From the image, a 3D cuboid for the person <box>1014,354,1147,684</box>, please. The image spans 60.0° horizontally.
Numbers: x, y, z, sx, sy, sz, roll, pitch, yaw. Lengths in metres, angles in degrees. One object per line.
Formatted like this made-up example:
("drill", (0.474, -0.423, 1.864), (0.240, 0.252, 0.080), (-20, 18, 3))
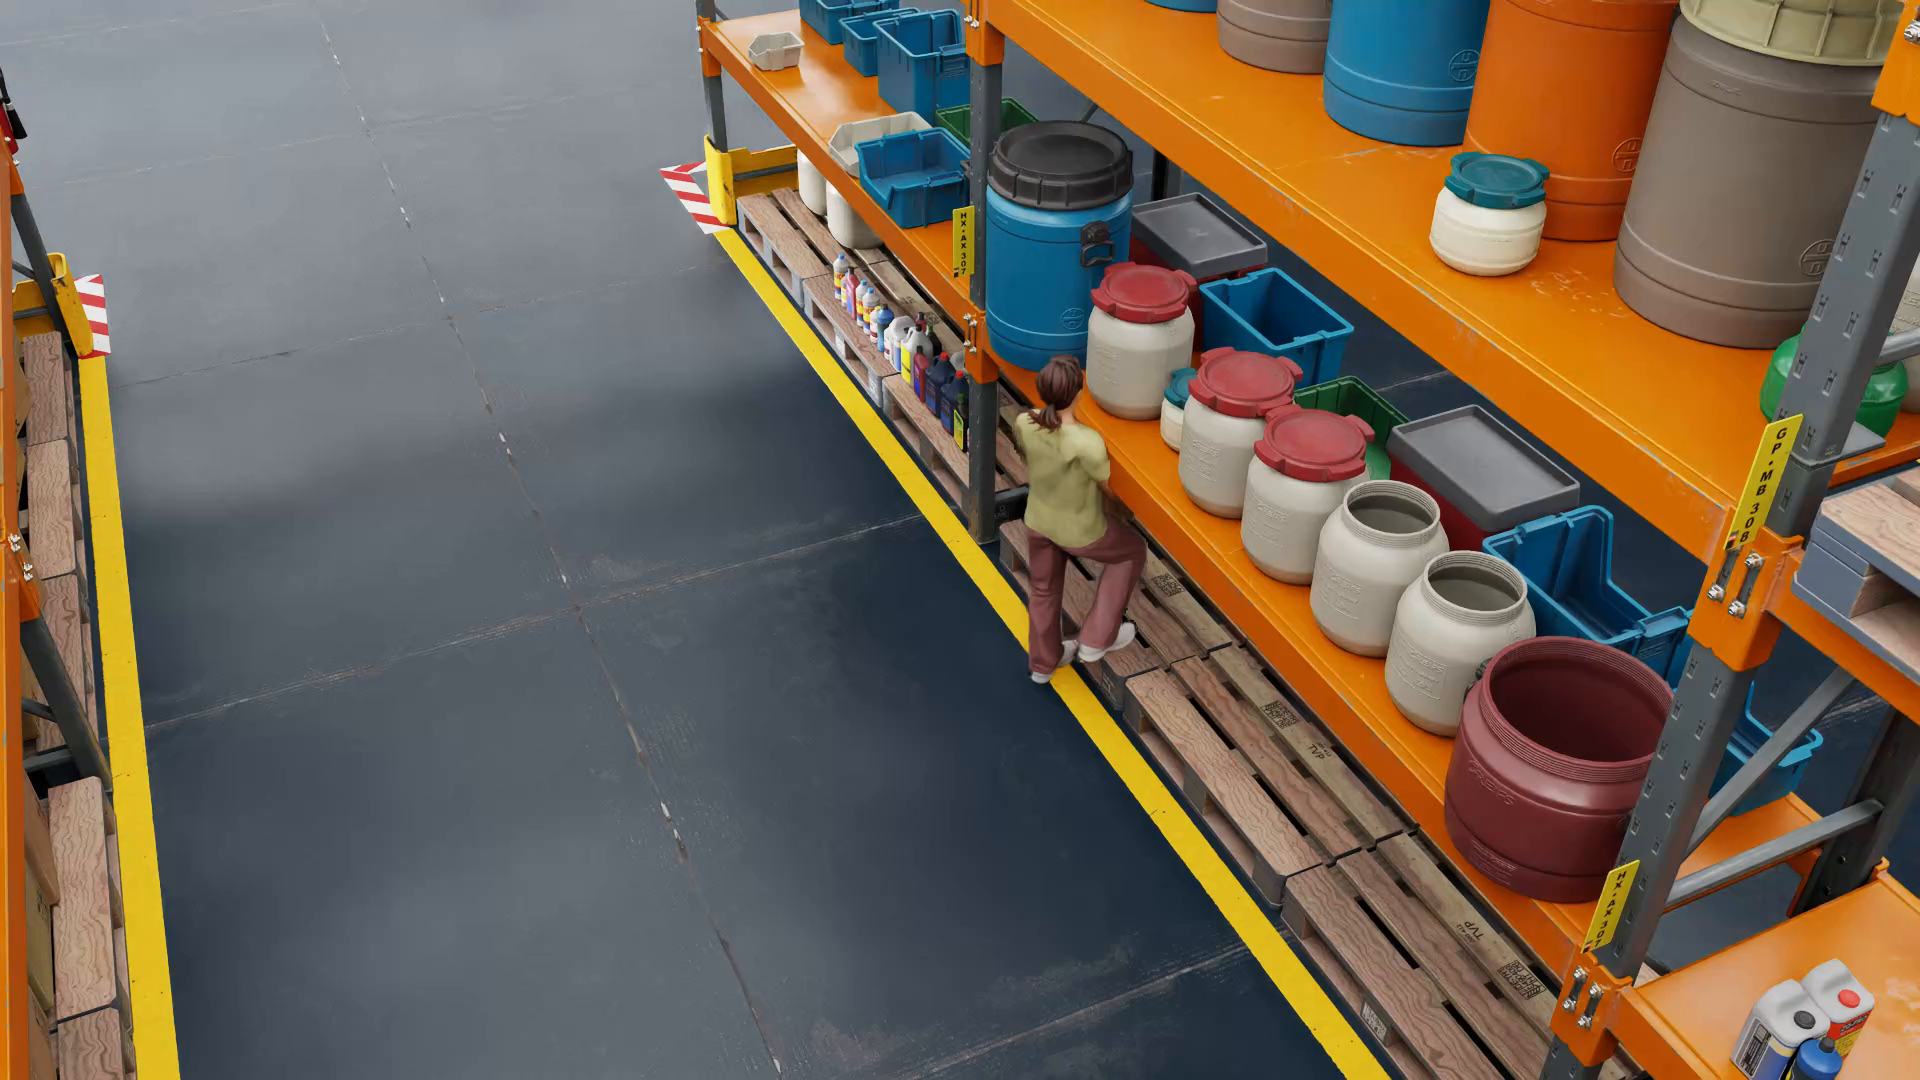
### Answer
("person", (0.487, -0.083, 6.957), (0.484, 1.678, 0.550), (26, 44, 30))
